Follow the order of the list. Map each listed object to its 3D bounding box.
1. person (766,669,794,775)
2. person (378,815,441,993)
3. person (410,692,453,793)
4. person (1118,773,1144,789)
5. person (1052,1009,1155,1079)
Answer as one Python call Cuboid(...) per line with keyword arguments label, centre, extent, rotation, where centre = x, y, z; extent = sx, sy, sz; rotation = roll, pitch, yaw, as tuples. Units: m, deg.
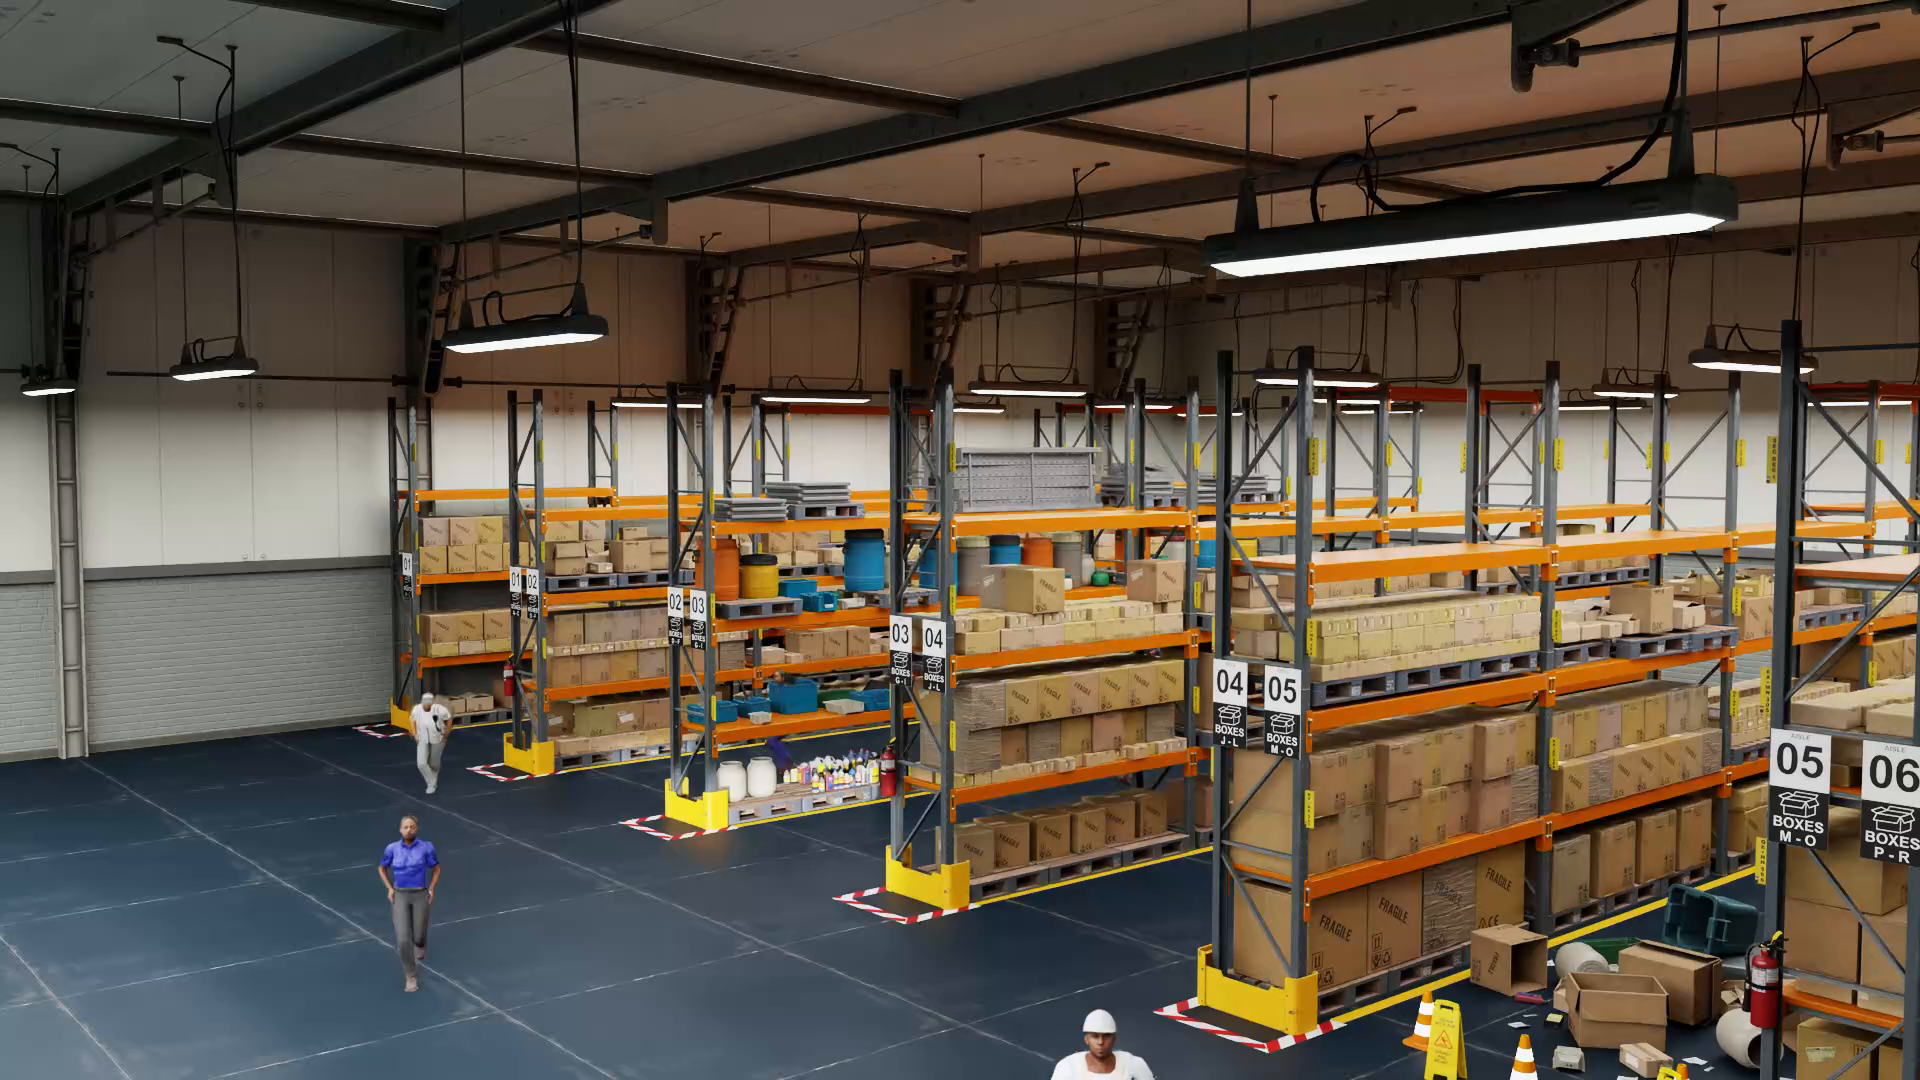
Cuboid(label="person", centre=(-2.823, 2.877, 25.911), extent=(0.652, 1.547, 0.582), rotation=(-3, 5, -44))
Cuboid(label="person", centre=(-5.267, 3.438, 15.926), extent=(0.577, 1.632, 0.686), rotation=(-1, 3, -16))
Cuboid(label="person", centre=(-7.840, 2.986, 24.719), extent=(0.614, 1.548, 0.985), rotation=(0, 3, -7))
Cuboid(label="person", centre=(2.485, 2.994, 23.409), extent=(0.583, 1.623, 0.556), rotation=(3, 5, 43))
Cuboid(label="person", centre=(0.856, 3.705, 10.007), extent=(0.688, 1.721, 0.582), rotation=(0, 3, 6))
